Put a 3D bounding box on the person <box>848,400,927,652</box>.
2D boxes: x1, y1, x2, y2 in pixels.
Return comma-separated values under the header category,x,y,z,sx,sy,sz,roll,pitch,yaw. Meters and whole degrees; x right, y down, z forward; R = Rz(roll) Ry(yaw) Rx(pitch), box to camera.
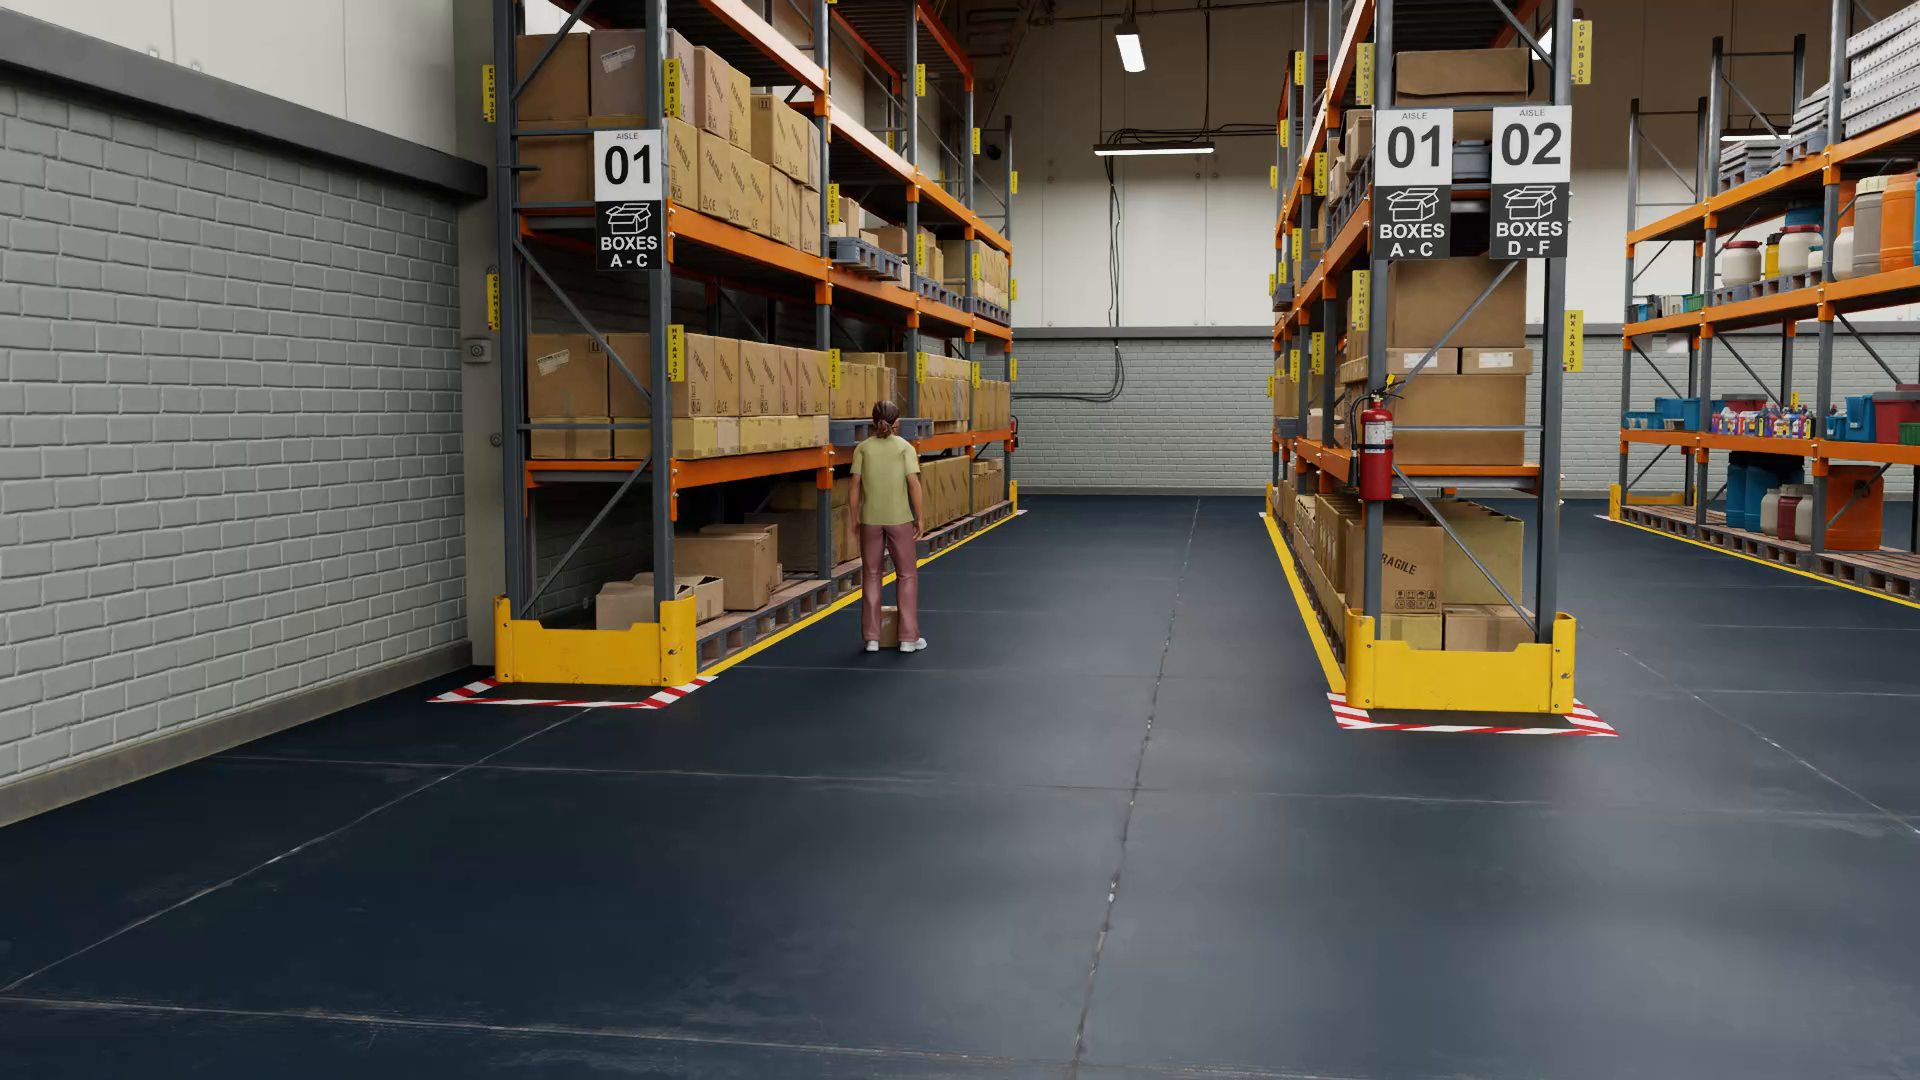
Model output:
category,x,y,z,sx,sy,sz,roll,pitch,yaw
person,-0.486,-0.097,11.081,0.499,1.673,0.359,1,5,9
